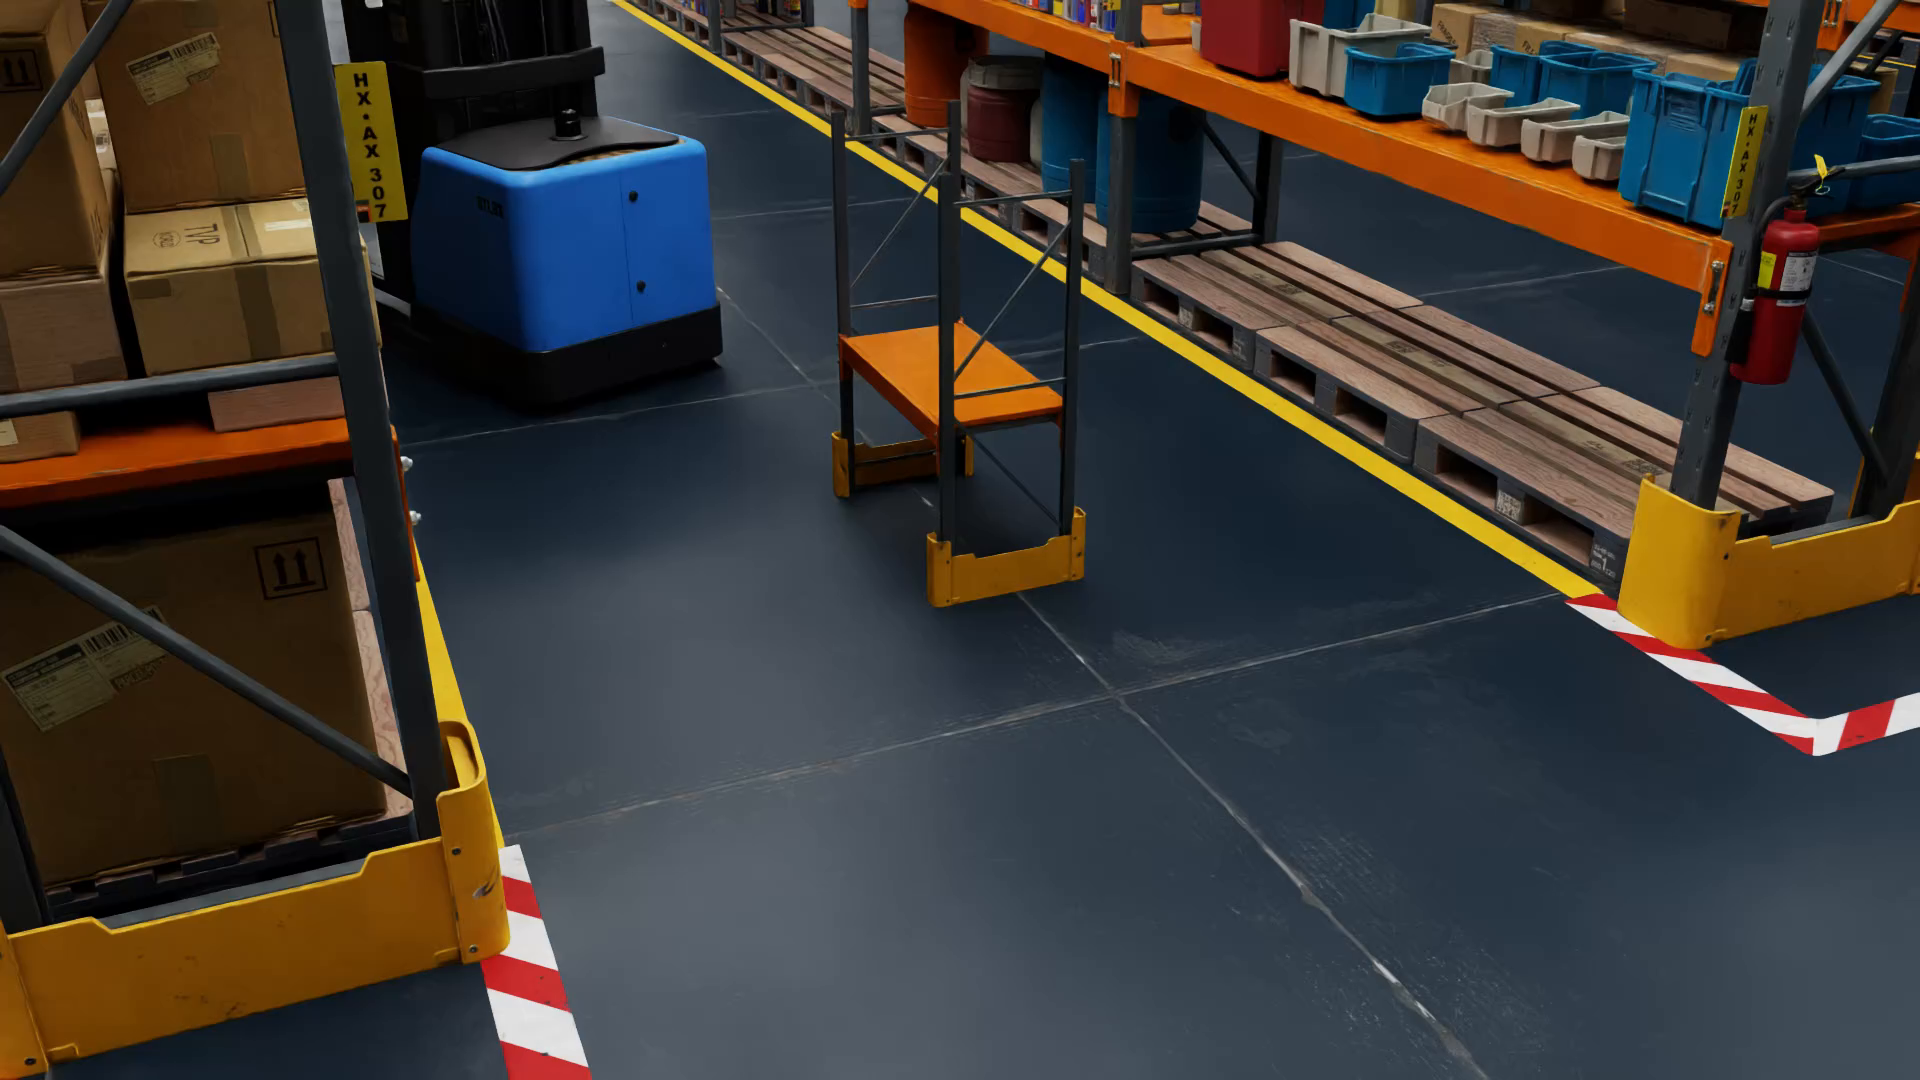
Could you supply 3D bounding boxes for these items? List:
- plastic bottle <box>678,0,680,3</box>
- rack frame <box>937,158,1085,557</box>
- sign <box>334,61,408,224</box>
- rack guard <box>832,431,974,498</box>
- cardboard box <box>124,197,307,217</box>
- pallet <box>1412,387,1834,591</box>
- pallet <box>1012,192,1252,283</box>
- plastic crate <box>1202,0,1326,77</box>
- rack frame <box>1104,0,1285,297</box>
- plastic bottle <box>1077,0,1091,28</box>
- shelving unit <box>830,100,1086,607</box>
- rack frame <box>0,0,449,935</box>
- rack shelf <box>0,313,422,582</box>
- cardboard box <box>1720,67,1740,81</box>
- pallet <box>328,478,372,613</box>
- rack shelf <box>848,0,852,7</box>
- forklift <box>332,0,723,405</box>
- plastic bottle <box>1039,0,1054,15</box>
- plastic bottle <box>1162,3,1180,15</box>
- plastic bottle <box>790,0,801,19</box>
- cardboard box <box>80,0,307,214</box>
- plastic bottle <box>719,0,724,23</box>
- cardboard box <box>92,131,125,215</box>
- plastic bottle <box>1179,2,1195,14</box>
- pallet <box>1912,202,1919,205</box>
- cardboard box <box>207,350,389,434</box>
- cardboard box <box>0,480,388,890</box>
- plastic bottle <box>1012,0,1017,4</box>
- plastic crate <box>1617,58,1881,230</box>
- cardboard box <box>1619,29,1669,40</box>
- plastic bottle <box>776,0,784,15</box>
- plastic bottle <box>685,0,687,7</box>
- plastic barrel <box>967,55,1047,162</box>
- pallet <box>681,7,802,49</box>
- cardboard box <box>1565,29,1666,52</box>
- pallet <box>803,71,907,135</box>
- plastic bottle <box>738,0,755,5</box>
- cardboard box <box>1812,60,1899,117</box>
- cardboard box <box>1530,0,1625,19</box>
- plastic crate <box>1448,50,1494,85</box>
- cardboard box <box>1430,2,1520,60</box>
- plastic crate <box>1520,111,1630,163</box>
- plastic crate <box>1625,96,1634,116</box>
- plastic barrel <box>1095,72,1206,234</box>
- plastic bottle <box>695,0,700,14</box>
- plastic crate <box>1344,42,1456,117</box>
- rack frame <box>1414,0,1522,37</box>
[{"bbox_3d":[-2.837,-5.617,16.945,0.097,0.271,0.097,0,26,0],"label":"plastic bottle"},{"bbox_3d":[0.166,-0.503,5.571,0.500,1.500,0.032,-11,28,-21],"label":"rack frame"},{"bbox_3d":[-1.213,-0.817,3.428,0.100,0.325,0.005,-11,28,-21],"label":"sign"},{"bbox_3d":[-0.225,-0.344,6.670,0.587,0.250,0.087,-11,28,-21],"label":"rack guard"},{"bbox_3d":[-1.875,-0.815,4.332,0.500,0.250,0.500,-11,28,-21],"label":"cardboard box"},{"bbox_3d":[2.544,-0.237,6.495,1.003,0.211,1.213,-11,28,-21],"label":"pallet"},{"bbox_3d":[1.001,-1.831,9.760,1.003,0.211,1.213,-11,28,-21],"label":"pallet"},{"bbox_3d":[1.384,-2.418,7.642,0.402,0.464,0.583,-11,28,-21],"label":"plastic crate"},{"bbox_3d":[1.265,-2.766,8.495,1.000,3.000,0.127,-11,28,-21],"label":"rack frame"},{"bbox_3d":[0.681,-2.902,8.908,0.061,0.283,0.133,-11,28,-21],"label":"plastic bottle"},{"bbox_3d":[-0.030,-0.705,5.984,0.587,1.500,1.083,-11,28,-21],"label":"shelving unit"},{"bbox_3d":[-1.726,-0.300,3.445,1.000,3.000,0.127,-11,28,-21],"label":"rack frame"},{"bbox_3d":[-2.509,-0.784,5.257,1.077,0.370,4.000,-11,28,-21],"label":"rack shelf"},{"bbox_3d":[5.368,-2.840,10.995,0.500,0.500,0.500,-11,28,-21],"label":"cardboard box"},{"bbox_3d":[-2.585,0.152,5.698,1.003,0.211,1.213,-11,28,-21],"label":"pallet"},{"bbox_3d":[-1.084,-4.864,13.614,1.077,0.370,4.000,-11,28,-21],"label":"rack shelf"},{"bbox_3d":[-2.511,-2.467,7.963,1.130,2.935,3.031,-23,34,-38],"label":"forklift"},{"bbox_3d":[0.532,-3.133,9.304,0.144,0.351,0.185,-11,28,-21],"label":"plastic bottle"},{"bbox_3d":[1.184,-3.047,9.299,0.097,0.201,0.097,0,26,0],"label":"plastic bottle"},{"bbox_3d":[-1.589,-5.171,16.030,0.097,0.271,0.097,0,26,0],"label":"plastic bottle"},{"bbox_3d":[-1.861,-1.145,4.153,0.500,0.500,0.500,-11,28,-22],"label":"cardboard box"},{"bbox_3d":[-2.296,-5.028,15.818,0.097,0.201,0.097,0,26,0],"label":"plastic bottle"},{"bbox_3d":[-2.557,-0.926,4.560,0.500,0.250,0.500,-12,28,-22],"label":"cardboard box"},{"bbox_3d":[1.291,-3.110,9.342,0.152,0.276,0.135,-11,28,-21],"label":"plastic bottle"},{"bbox_3d":[6.093,-2.085,10.279,1.003,0.211,1.213,-11,28,-21],"label":"pallet"},{"bbox_3d":[-1.561,-0.387,3.910,0.380,0.149,0.250,-10,28,-20],"label":"cardboard box"},{"bbox_3d":[-2.050,0.222,4.320,0.875,0.875,0.875,-11,28,-21],"label":"cardboard box"},{"bbox_3d":[0.350,-3.227,9.668,0.097,0.201,0.097,0,26,0],"label":"plastic bottle"},{"bbox_3d":[2.529,-1.297,5.378,0.616,0.435,0.499,-11,28,-21],"label":"plastic crate"},{"bbox_3d":[5.254,-3.547,12.444,0.500,0.500,0.500,-12,28,-23],"label":"cardboard box"},{"bbox_3d":[-1.741,-5.299,16.287,0.152,0.276,0.135,-10,28,-19],"label":"plastic bottle"},{"bbox_3d":[-2.718,-5.463,16.708,0.097,0.201,0.097,0,26,0],"label":"plastic bottle"},{"bbox_3d":[0.348,-2.835,10.907,0.600,0.588,0.708,-11,28,-21],"label":"plastic barrel"},{"bbox_3d":[-2.092,-5.020,16.292,1.003,0.211,1.213,-11,28,-21],"label":"pallet"},{"bbox_3d":[4.784,-3.448,12.241,0.500,0.500,0.500,-12,28,-22],"label":"cardboard box"},{"bbox_3d":[-0.569,-3.447,13.069,1.003,0.211,1.213,-11,28,-21],"label":"pallet"},{"bbox_3d":[-2.169,-5.578,16.859,0.152,0.276,0.135,-11,28,-21],"label":"plastic bottle"},{"bbox_3d":[5.859,-2.927,11.173,0.500,0.500,0.500,-12,28,-23],"label":"cardboard box"},{"bbox_3d":[4.866,-4.282,13.094,0.500,0.250,0.500,-9,28,-19],"label":"cardboard box"},{"bbox_3d":[2.224,-2.023,7.206,0.293,0.136,0.466,-11,28,-21],"label":"plastic crate"},{"bbox_3d":[4.173,-4.071,13.518,0.500,0.500,0.500,-9,28,-18],"label":"cardboard box"},{"bbox_3d":[2.246,-1.477,6.088,0.396,0.136,0.243,-11,28,-21],"label":"plastic crate"},{"bbox_3d":[2.723,-1.633,6.408,0.250,0.136,0.298,-11,28,-21],"label":"plastic crate"},{"bbox_3d":[1.068,-2.234,9.319,0.600,0.901,0.708,-11,28,-21],"label":"plastic barrel"},{"bbox_3d":[-2.562,-5.319,16.319,0.061,0.283,0.133,-9,27,-17],"label":"plastic bottle"},{"bbox_3d":[1.792,-1.887,6.819,0.416,0.233,0.300,-11,28,-21],"label":"plastic crate"},{"bbox_3d":[4.258,-5.230,13.543,1.000,3.000,0.127,-11,28,-21],"label":"rack frame"}]
